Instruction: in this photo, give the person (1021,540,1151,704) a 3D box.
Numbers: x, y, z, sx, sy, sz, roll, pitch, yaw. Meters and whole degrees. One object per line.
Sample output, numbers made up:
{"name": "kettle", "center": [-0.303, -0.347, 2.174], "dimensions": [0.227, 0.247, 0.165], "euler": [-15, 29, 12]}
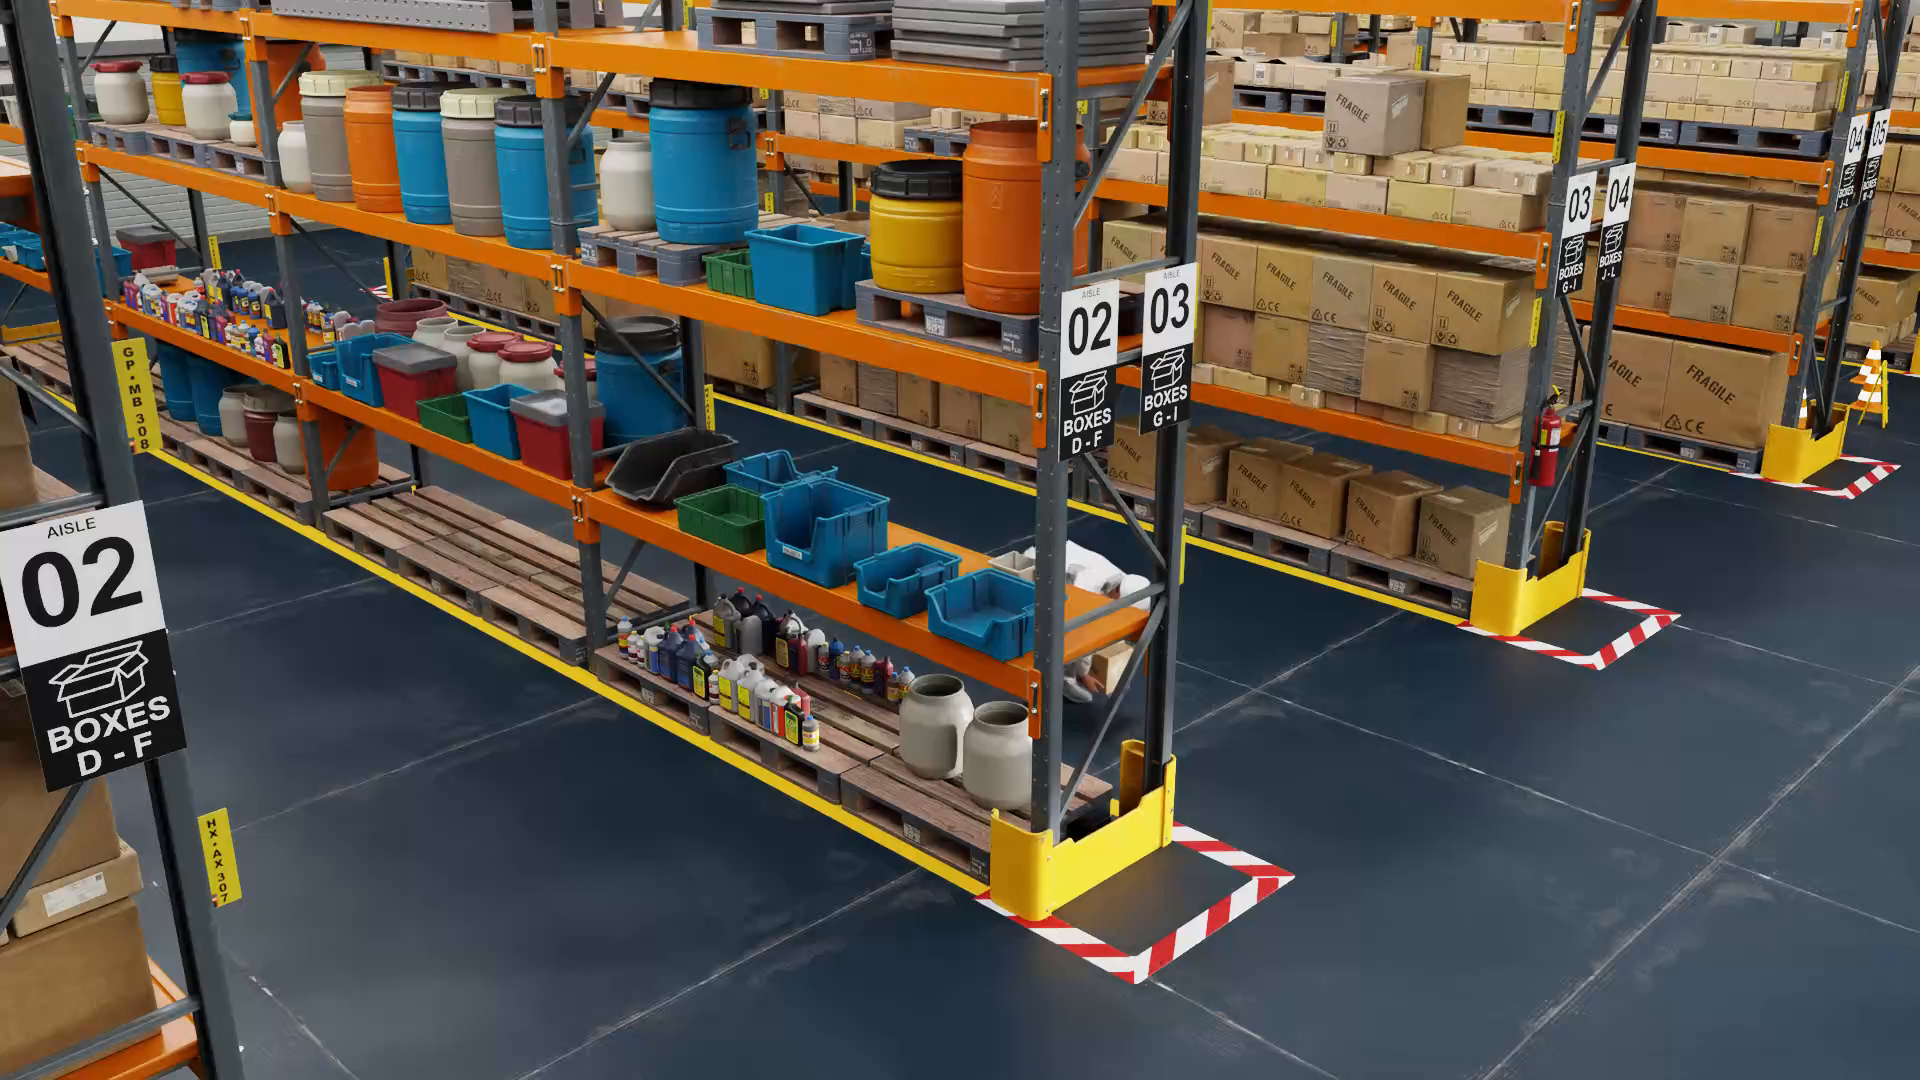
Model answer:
{"name": "person", "center": [0.779, 0.578, 10.452], "dimensions": [1.012, 1.101, 0.466], "euler": [18, 27, 39]}
